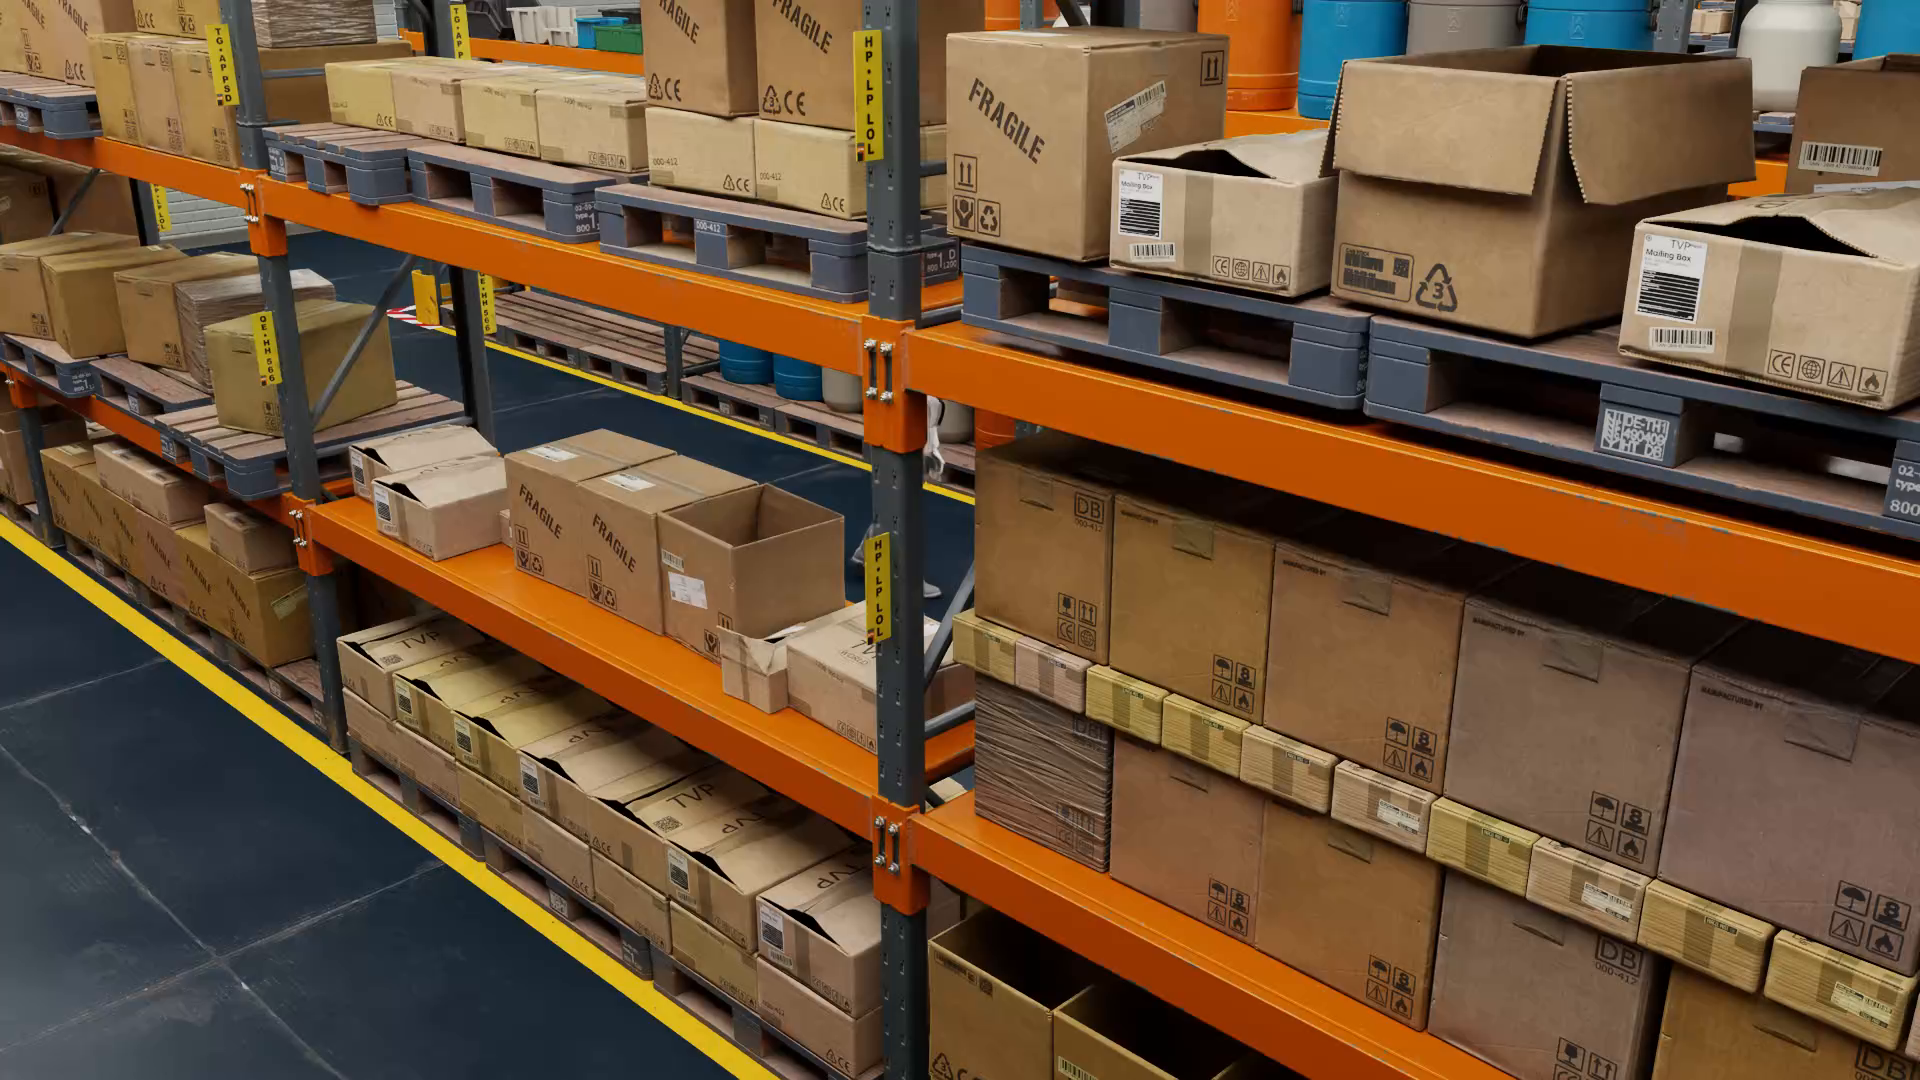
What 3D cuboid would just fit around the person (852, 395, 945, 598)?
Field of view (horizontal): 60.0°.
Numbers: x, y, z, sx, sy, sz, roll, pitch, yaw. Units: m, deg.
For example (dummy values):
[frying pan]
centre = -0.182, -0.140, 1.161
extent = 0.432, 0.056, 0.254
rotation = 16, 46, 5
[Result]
[person]
centre = -0.391, -0.494, 9.861
extent = 0.635, 1.666, 0.502
rotation = 9, 22, 22
